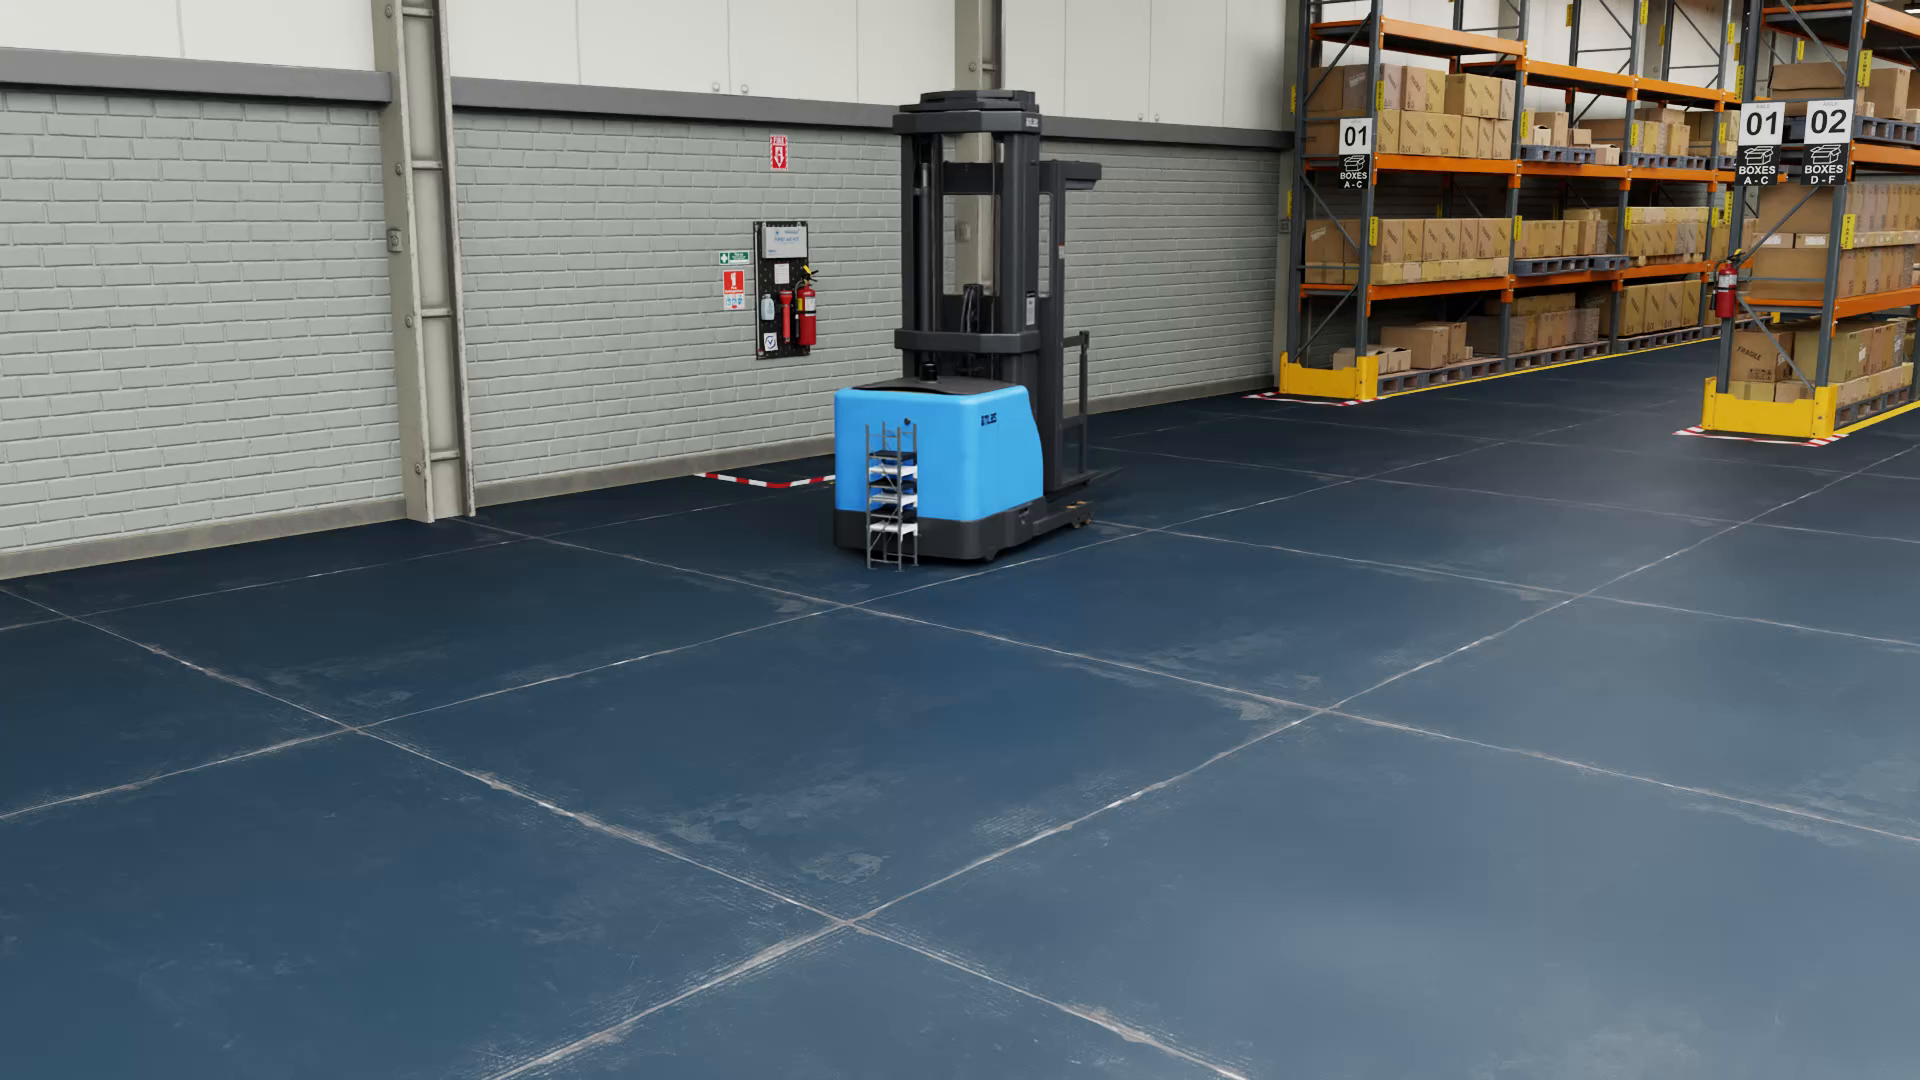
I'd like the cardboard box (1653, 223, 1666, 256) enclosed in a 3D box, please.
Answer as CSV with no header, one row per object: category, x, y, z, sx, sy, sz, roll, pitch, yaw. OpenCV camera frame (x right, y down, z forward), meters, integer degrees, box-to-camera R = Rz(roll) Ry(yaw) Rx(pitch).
cardboard box,10.815,-4.761,26.326,0.500,0.500,0.500,10,15,40

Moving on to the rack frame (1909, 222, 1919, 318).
rack frame,13.344,-3.730,22.226,1.000,3.000,0.127,10,15,40

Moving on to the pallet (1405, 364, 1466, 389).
pallet,5.758,-2.130,21.337,1.003,0.211,1.213,10,15,40

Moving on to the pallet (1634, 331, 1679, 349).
pallet,11.003,-3.287,27.130,1.003,0.211,1.213,10,15,40

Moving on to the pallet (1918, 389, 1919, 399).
pallet,11.161,-1.887,20.121,1.003,0.211,1.213,10,15,40

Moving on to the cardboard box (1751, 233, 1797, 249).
cardboard box,8.173,-3.001,16.665,0.380,0.149,0.250,9,15,39

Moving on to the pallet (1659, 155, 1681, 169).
pallet,10.742,-6.014,26.489,1.003,0.211,1.213,11,16,43

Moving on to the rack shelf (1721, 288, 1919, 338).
rack shelf,9.384,-2.494,17.877,1.077,0.370,4.000,10,15,40

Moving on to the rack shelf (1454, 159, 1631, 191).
rack shelf,8.301,-5.194,23.734,1.077,0.370,4.000,10,15,40

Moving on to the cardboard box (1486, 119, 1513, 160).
cardboard box,6.831,-5.204,21.644,0.500,0.500,0.500,10,15,42

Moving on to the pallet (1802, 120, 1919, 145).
pallet,9.355,-4.261,17.455,1.003,0.211,1.213,10,15,40

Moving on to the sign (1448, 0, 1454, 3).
sign,6.560,-7.330,22.144,0.100,0.325,0.005,10,15,40

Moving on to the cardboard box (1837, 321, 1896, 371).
cardboard box,9.896,-2.124,18.220,0.500,0.500,0.500,10,15,40

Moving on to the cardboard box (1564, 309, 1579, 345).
cardboard box,8.757,-3.186,24.764,0.700,0.500,0.500,10,15,40

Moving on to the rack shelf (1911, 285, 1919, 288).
rack shelf,12.024,-3.083,20.824,1.077,0.370,4.000,10,15,40

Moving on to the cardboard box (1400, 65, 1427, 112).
cardboard box,5.146,-5.305,19.597,0.500,0.500,0.500,10,15,40

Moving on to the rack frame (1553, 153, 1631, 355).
rack frame,9.621,-4.370,25.430,1.000,3.000,0.127,10,15,40

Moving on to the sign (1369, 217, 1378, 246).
sign,4.748,-3.547,19.102,0.100,0.325,0.005,10,15,40

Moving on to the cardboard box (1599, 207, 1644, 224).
cardboard box,10.133,-4.980,25.505,0.500,0.250,0.500,10,15,42

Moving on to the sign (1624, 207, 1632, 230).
sign,10.035,-4.830,24.980,0.100,0.325,0.005,10,15,40

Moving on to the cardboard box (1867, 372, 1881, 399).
cardboard box,9.576,-1.681,17.917,0.500,0.250,0.500,10,15,40

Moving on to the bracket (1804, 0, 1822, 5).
bracket,17.749,-11.040,34.319,0.076,0.066,3.189,10,15,40

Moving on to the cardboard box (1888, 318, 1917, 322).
cardboard box,12.438,-2.745,21.812,0.500,0.311,0.500,9,15,39

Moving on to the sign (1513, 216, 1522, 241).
sign,7.393,-4.137,22.054,0.100,0.325,0.005,10,15,40

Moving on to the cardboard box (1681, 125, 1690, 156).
cardboard box,11.598,-6.579,27.453,0.700,0.500,0.500,9,14,37

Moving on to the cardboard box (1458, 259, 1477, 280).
cardboard box,6.240,-3.460,21.209,0.500,0.250,0.500,10,15,40

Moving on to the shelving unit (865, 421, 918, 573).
shelving unit,-0.420,-0.268,10.256,0.258,0.900,0.210,6,13,26

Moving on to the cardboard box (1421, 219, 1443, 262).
cardboard box,5.560,-3.675,20.368,0.500,0.500,0.500,9,14,39

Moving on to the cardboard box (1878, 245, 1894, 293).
cardboard box,9.738,-2.972,18.180,0.700,0.500,0.500,10,15,41

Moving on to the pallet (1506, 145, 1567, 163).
pallet,7.468,-5.237,22.594,1.213,0.211,1.003,10,15,40

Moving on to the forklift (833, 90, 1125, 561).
forklift,0.301,-1.550,11.486,1.130,2.935,3.031,6,13,26

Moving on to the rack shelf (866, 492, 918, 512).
rack shelf,-0.420,-0.235,10.263,0.258,0.077,0.200,6,13,26

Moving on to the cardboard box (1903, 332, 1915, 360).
cardboard box,11.164,-2.302,19.596,0.500,0.311,0.500,10,15,41

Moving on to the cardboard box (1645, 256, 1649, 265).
cardboard box,10.662,-4.431,26.328,0.380,0.149,0.250,10,15,42

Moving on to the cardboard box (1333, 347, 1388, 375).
cardboard box,4.864,-2.180,20.209,0.500,0.311,0.500,8,14,34

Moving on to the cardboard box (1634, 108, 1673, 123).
cardboard box,11.229,-6.866,26.977,0.500,0.250,0.500,9,15,39

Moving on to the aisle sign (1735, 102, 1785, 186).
aisle sign,7.800,-3.856,16.221,0.394,0.787,0.004,10,15,40

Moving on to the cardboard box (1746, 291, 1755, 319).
cardboard box,14.185,-4.337,30.578,0.700,0.500,0.500,10,15,40

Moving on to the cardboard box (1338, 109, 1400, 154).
cardboard box,4.749,-4.739,19.316,0.500,0.500,0.500,10,15,42

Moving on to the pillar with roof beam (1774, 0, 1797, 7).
pillar with roof beam,19.412,-11.365,29.785,8.718,2.987,0.548,10,15,40

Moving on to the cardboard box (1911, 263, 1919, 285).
cardboard box,10.996,-3.146,19.686,0.500,0.250,0.500,11,16,44

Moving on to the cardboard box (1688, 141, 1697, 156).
cardboard box,12.537,-6.742,28.703,0.500,0.250,0.500,10,15,41

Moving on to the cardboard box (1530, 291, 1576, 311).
cardboard box,8.761,-3.539,24.615,0.500,0.250,0.500,10,15,41

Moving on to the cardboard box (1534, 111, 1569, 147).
cardboard box,8.216,-5.759,23.399,0.500,0.500,0.500,9,14,38

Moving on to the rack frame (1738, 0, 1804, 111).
rack frame,14.902,-8.489,30.736,1.000,3.000,0.127,10,15,40

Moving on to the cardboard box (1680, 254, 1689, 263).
cardboard box,11.767,-4.639,27.372,0.380,0.149,0.250,10,15,40

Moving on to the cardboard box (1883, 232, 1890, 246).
cardboard box,9.673,-3.215,17.736,0.380,0.149,0.250,10,15,42

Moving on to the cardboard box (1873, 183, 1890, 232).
cardboard box,9.422,-3.539,17.703,0.700,0.500,0.500,10,15,40

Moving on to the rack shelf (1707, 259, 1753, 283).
rack shelf,13.582,-4.900,29.921,1.077,0.370,4.000,10,15,40

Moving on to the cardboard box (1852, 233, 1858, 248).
cardboard box,8.822,-3.025,16.789,0.380,0.149,0.250,10,15,41

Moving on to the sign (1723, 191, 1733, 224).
sign,7.665,-3.309,16.558,0.100,0.325,0.005,10,15,40

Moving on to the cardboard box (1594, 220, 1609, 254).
cardboard box,9.318,-4.564,25.025,0.700,0.500,0.500,8,14,34

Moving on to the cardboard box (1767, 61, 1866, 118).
cardboard box,8.446,-4.433,16.395,0.637,0.503,0.797,-11,16,-44

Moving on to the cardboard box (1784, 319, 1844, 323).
cardboard box,9.503,-2.192,18.559,0.500,0.500,0.500,10,15,40

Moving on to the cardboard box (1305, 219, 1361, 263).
cardboard box,4.491,-3.593,19.962,0.500,0.500,0.500,10,15,40

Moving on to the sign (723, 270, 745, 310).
sign,-1.911,-2.116,14.054,0.001,0.329,0.234,10,15,40
